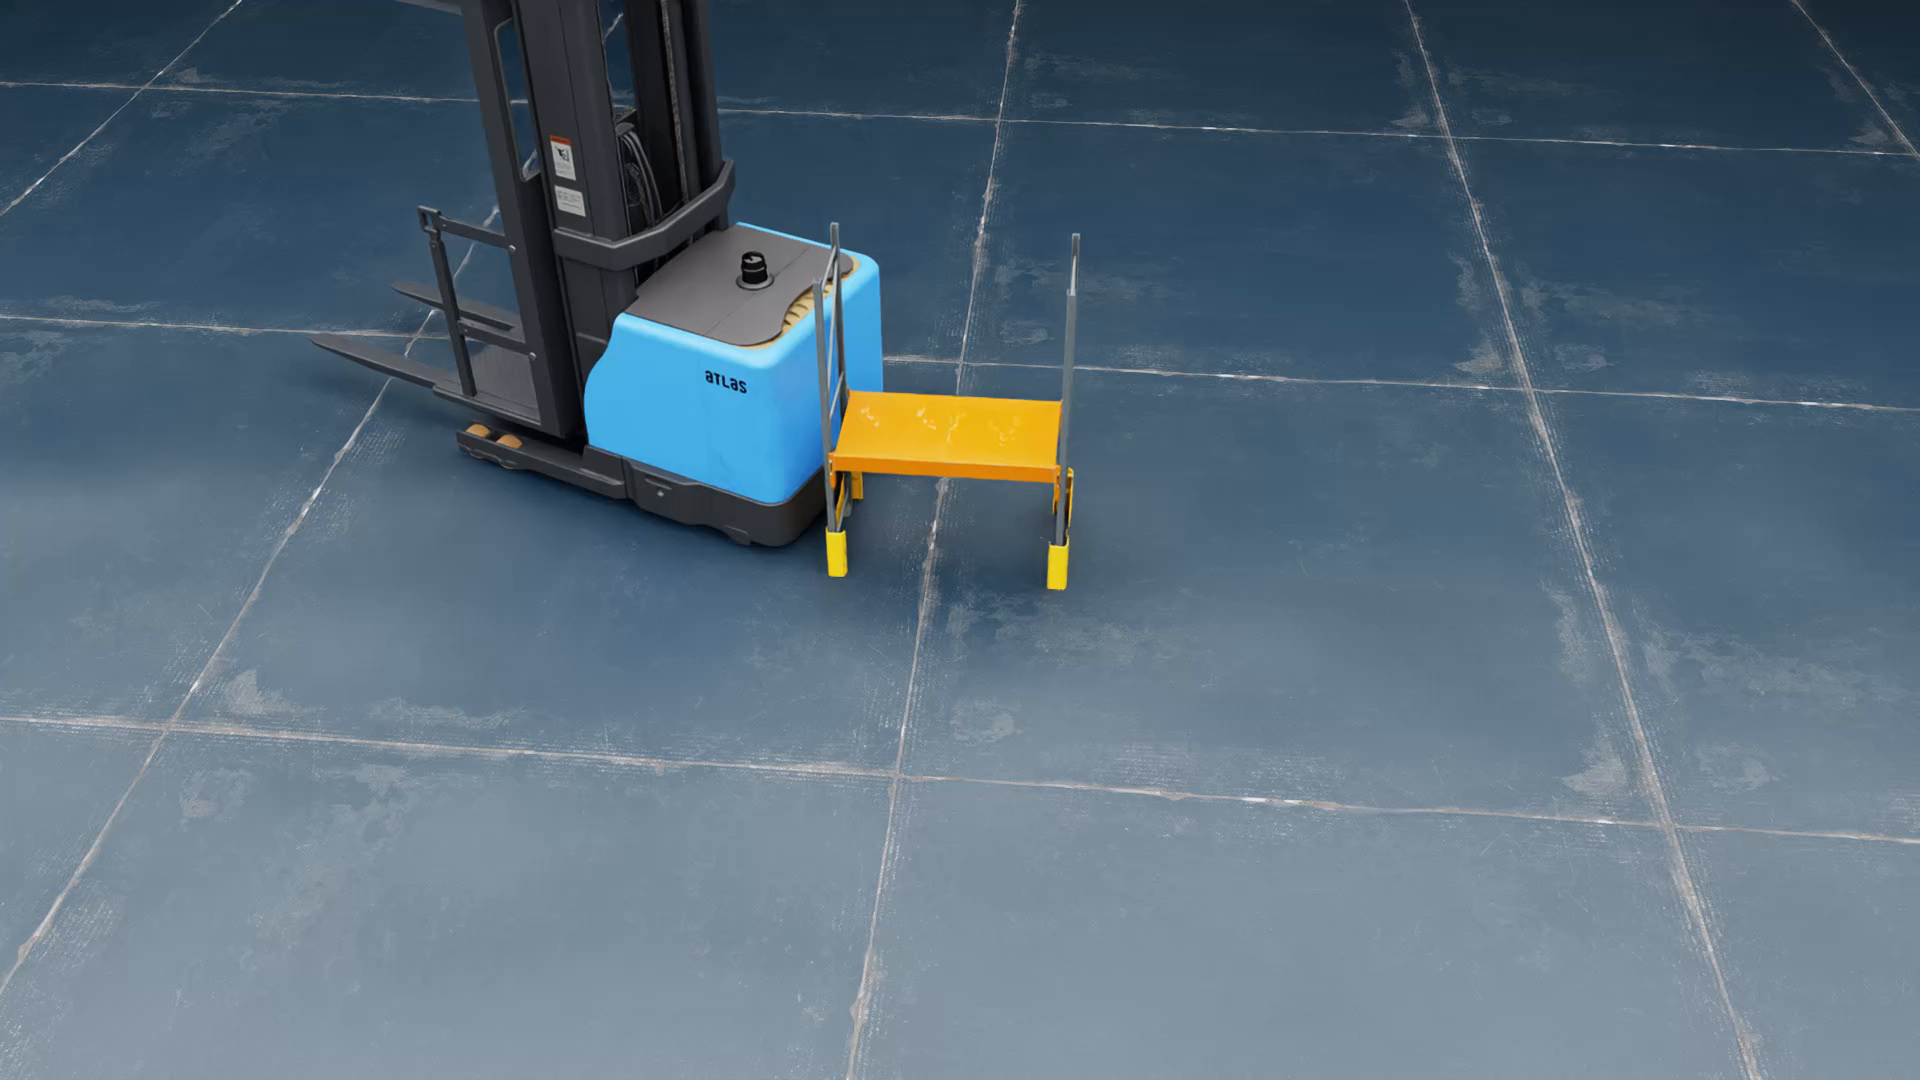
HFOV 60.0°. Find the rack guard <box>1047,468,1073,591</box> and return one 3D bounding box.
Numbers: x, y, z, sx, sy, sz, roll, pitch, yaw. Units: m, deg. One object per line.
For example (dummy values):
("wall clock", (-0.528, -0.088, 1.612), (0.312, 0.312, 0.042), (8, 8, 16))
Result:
("rack guard", (0.460, -0.055, 7.620), (0.087, 0.250, 0.587), (3, 39, 4))

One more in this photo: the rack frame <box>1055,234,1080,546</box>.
("rack frame", (0.462, -0.540, 7.225), (0.032, 1.500, 0.500), (3, 39, 4))

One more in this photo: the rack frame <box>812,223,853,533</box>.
("rack frame", (-0.551, -0.600, 7.299), (0.032, 1.500, 0.500), (3, 39, 4))

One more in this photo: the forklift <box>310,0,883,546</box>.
("forklift", (-1.905, -1.762, 7.593), (3.031, 2.935, 1.130), (18, 43, 21))

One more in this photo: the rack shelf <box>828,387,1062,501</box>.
("rack shelf", (-0.045, -0.431, 7.376), (1.000, 0.185, 0.538), (3, 39, 4))

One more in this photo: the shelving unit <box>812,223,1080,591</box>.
("shelving unit", (-0.035, -0.570, 7.262), (1.083, 1.500, 0.587), (3, 39, 4))

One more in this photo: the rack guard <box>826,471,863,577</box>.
("rack guard", (-0.531, -0.114, 7.693), (0.087, 0.250, 0.587), (3, 39, 4))
